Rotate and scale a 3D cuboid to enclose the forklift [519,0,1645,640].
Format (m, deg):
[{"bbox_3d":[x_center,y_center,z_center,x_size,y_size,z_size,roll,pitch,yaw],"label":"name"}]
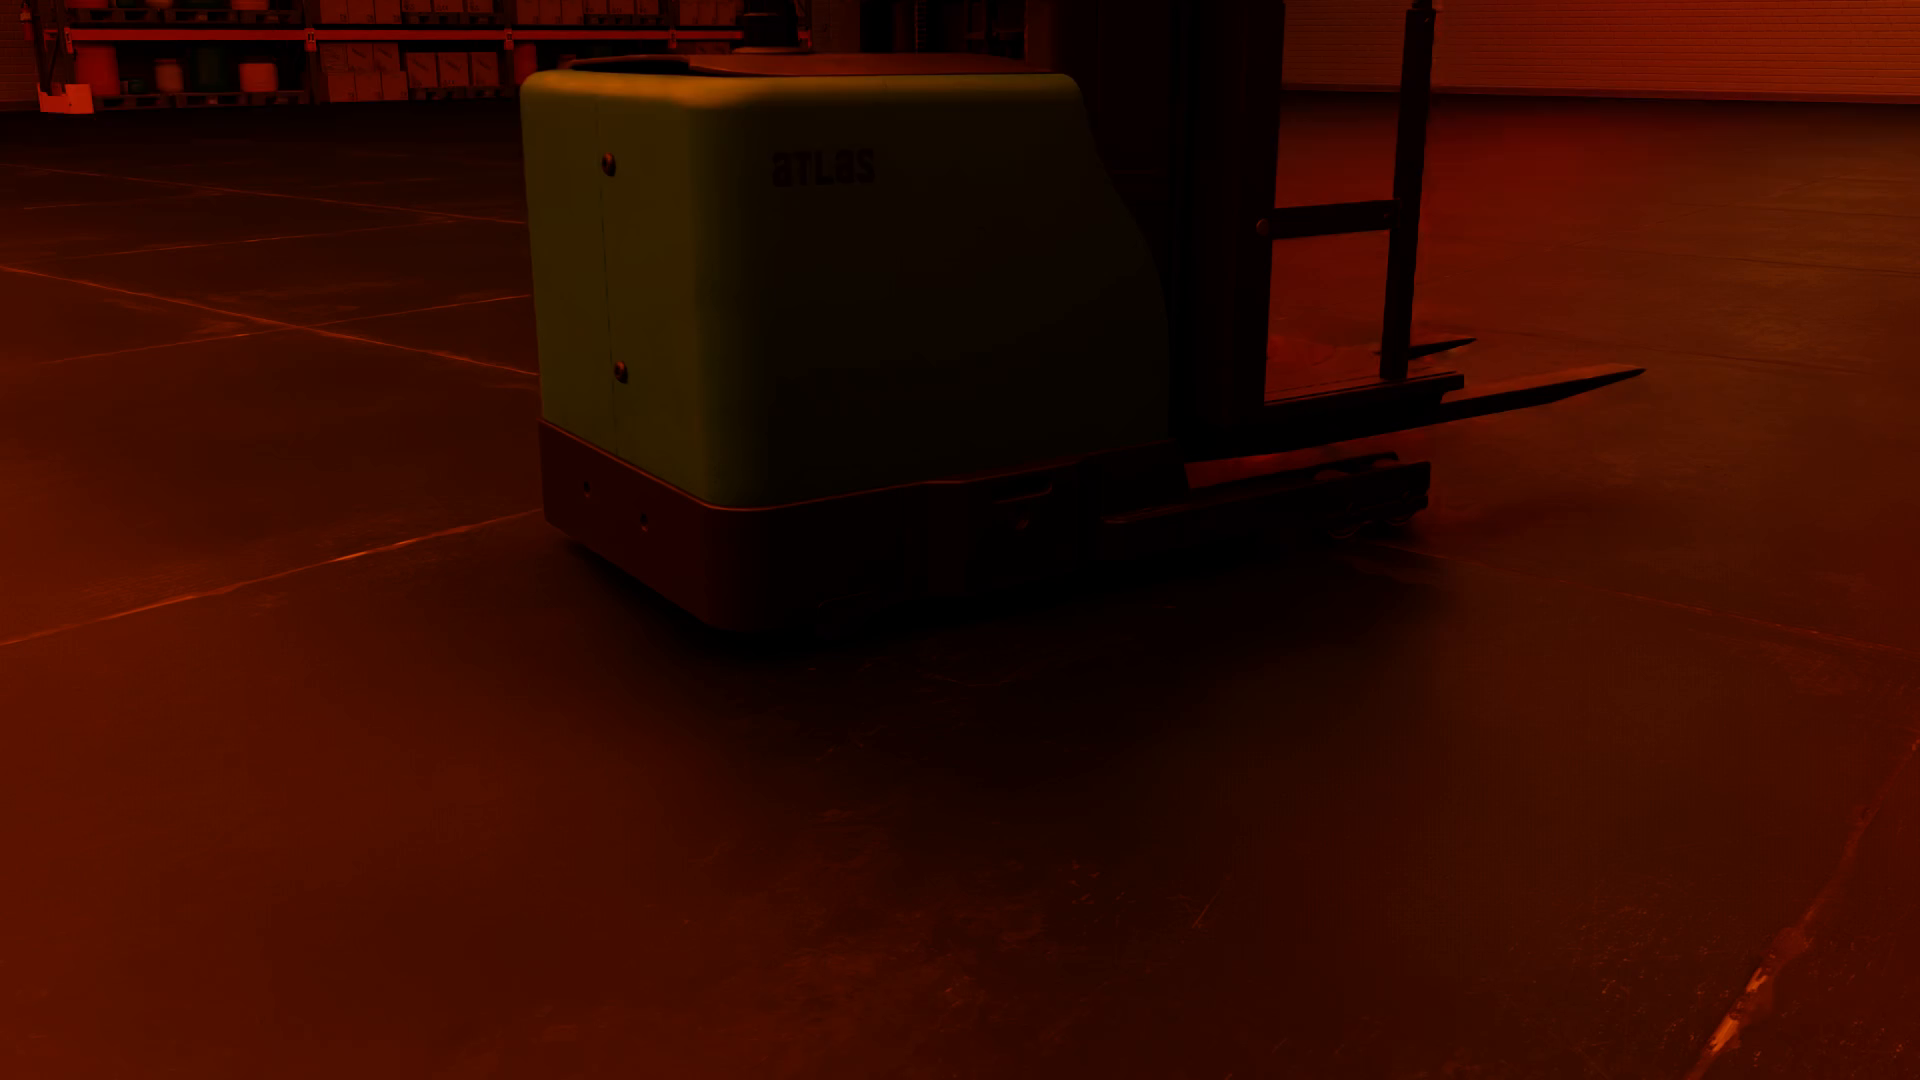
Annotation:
[{"bbox_3d":[0.539,-1.519,3.901,3.031,2.935,1.130,-11,20,-32],"label":"forklift"}]
